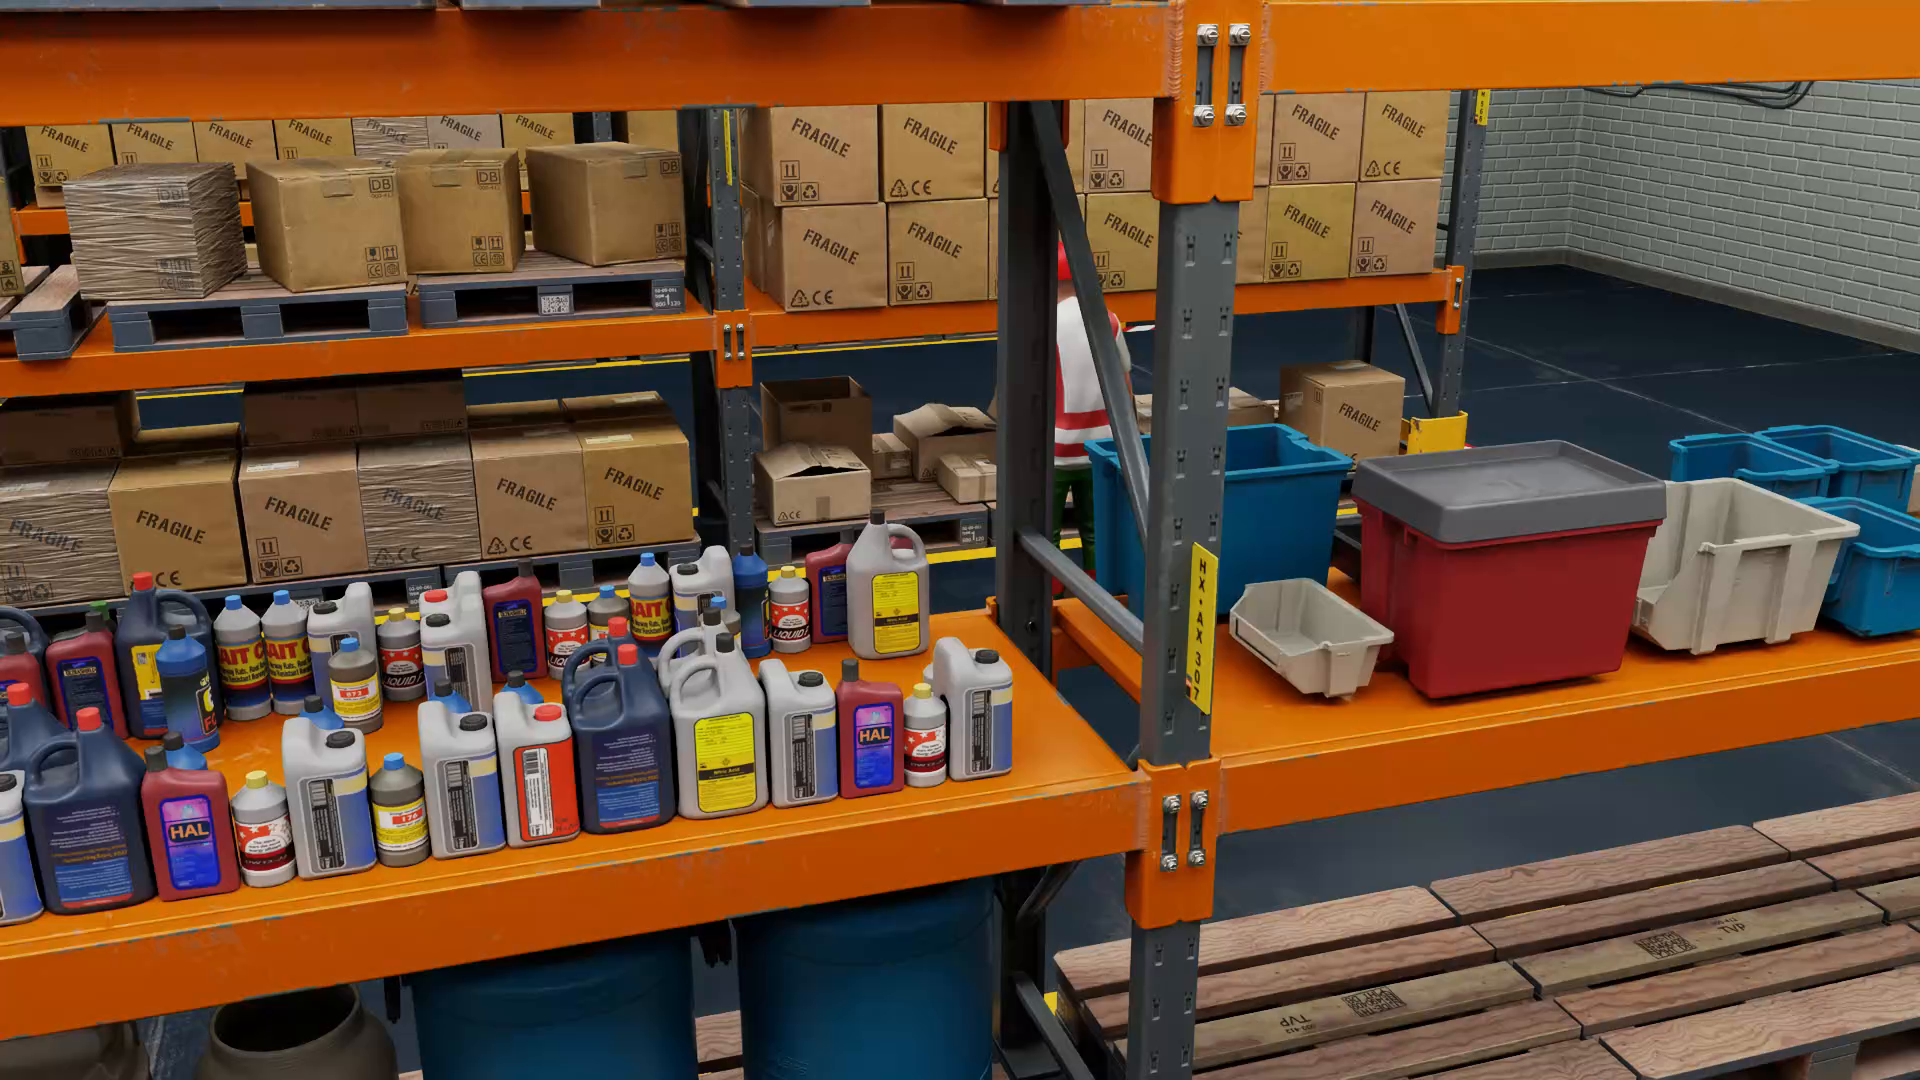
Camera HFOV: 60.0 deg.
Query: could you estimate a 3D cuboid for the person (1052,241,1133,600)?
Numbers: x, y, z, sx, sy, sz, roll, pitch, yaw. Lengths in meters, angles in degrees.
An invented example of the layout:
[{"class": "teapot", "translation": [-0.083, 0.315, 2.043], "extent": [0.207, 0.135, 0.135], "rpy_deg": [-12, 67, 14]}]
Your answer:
[{"class": "person", "translation": [0.454, -0.386, 7.161], "extent": [0.620, 1.780, 0.447], "rpy_deg": [-7, 20, -20]}]
